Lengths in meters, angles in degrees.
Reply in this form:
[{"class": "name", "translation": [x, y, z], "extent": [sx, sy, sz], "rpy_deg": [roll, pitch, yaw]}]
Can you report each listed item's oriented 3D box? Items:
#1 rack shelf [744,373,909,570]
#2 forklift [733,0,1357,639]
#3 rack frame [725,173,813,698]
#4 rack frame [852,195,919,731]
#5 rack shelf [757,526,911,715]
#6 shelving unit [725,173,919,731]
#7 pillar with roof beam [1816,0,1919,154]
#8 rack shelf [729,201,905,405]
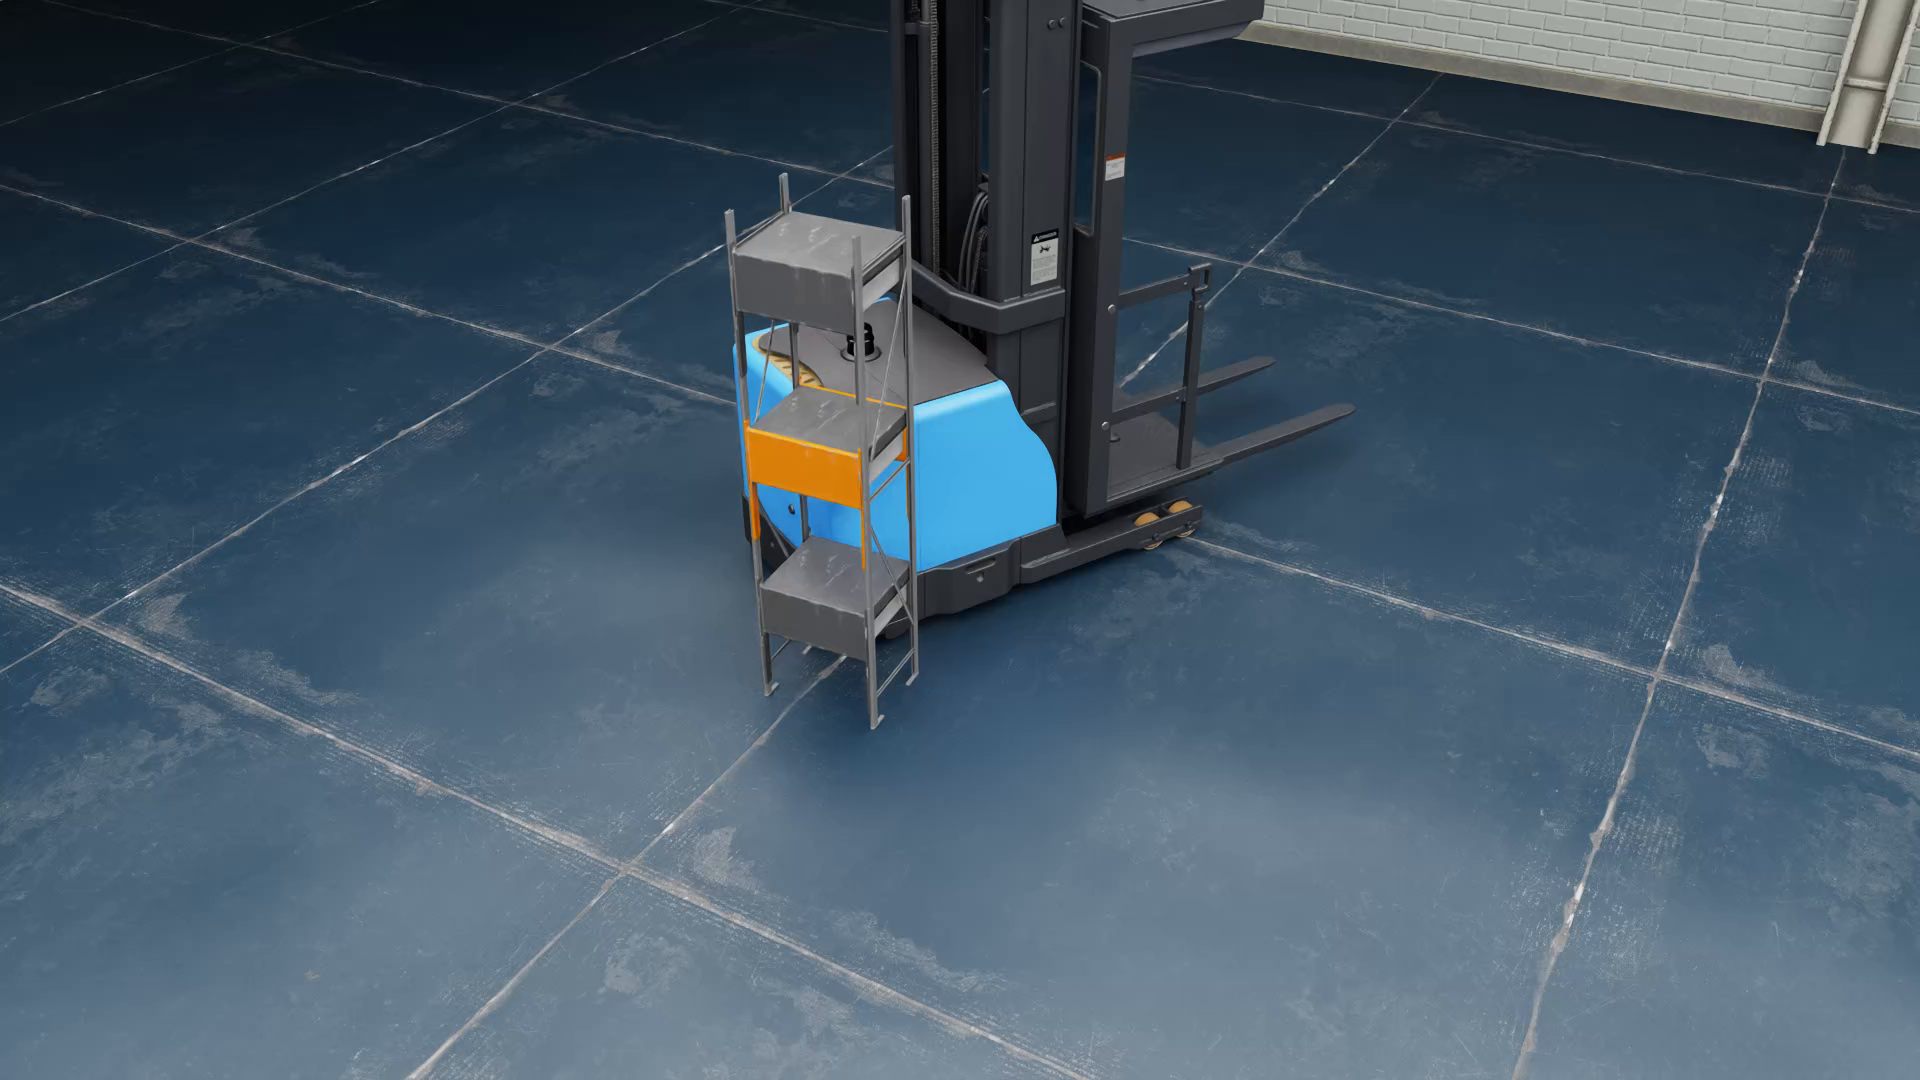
[{"class": "rack shelf", "translation": [-0.484, -0.264, 6.276], "extent": [0.480, 0.518, 0.431], "rpy_deg": [15, 36, 21]}, {"class": "forklift", "translation": [0.533, -1.405, 7.216], "extent": [3.031, 2.935, 1.130], "rpy_deg": [-19, 38, -26]}, {"class": "rack frame", "translation": [-0.705, -0.332, 6.355], "extent": [0.015, 2.100, 0.400], "rpy_deg": [15, 36, 21]}, {"class": "rack frame", "translation": [-0.263, -0.218, 6.182], "extent": [0.015, 2.100, 0.400], "rpy_deg": [15, 36, 21]}, {"class": "rack shelf", "translation": [-0.484, 0.319, 6.664], "extent": [0.480, 0.518, 0.431], "rpy_deg": [15, 36, 21]}, {"class": "shelving unit", "translation": [-0.484, -0.275, 6.269], "extent": [0.503, 2.100, 0.431], "rpy_deg": [15, 36, 21]}, {"class": "pillar with roof beam", "translation": [4.320, -4.563, 6.484], "extent": [0.400, 9.000, 9.100], "rpy_deg": [18, 37, 24]}, {"class": "rack shelf", "translation": [-0.484, -0.846, 5.888], "extent": [0.480, 0.518, 0.431], "rpy_deg": [15, 36, 21]}]
